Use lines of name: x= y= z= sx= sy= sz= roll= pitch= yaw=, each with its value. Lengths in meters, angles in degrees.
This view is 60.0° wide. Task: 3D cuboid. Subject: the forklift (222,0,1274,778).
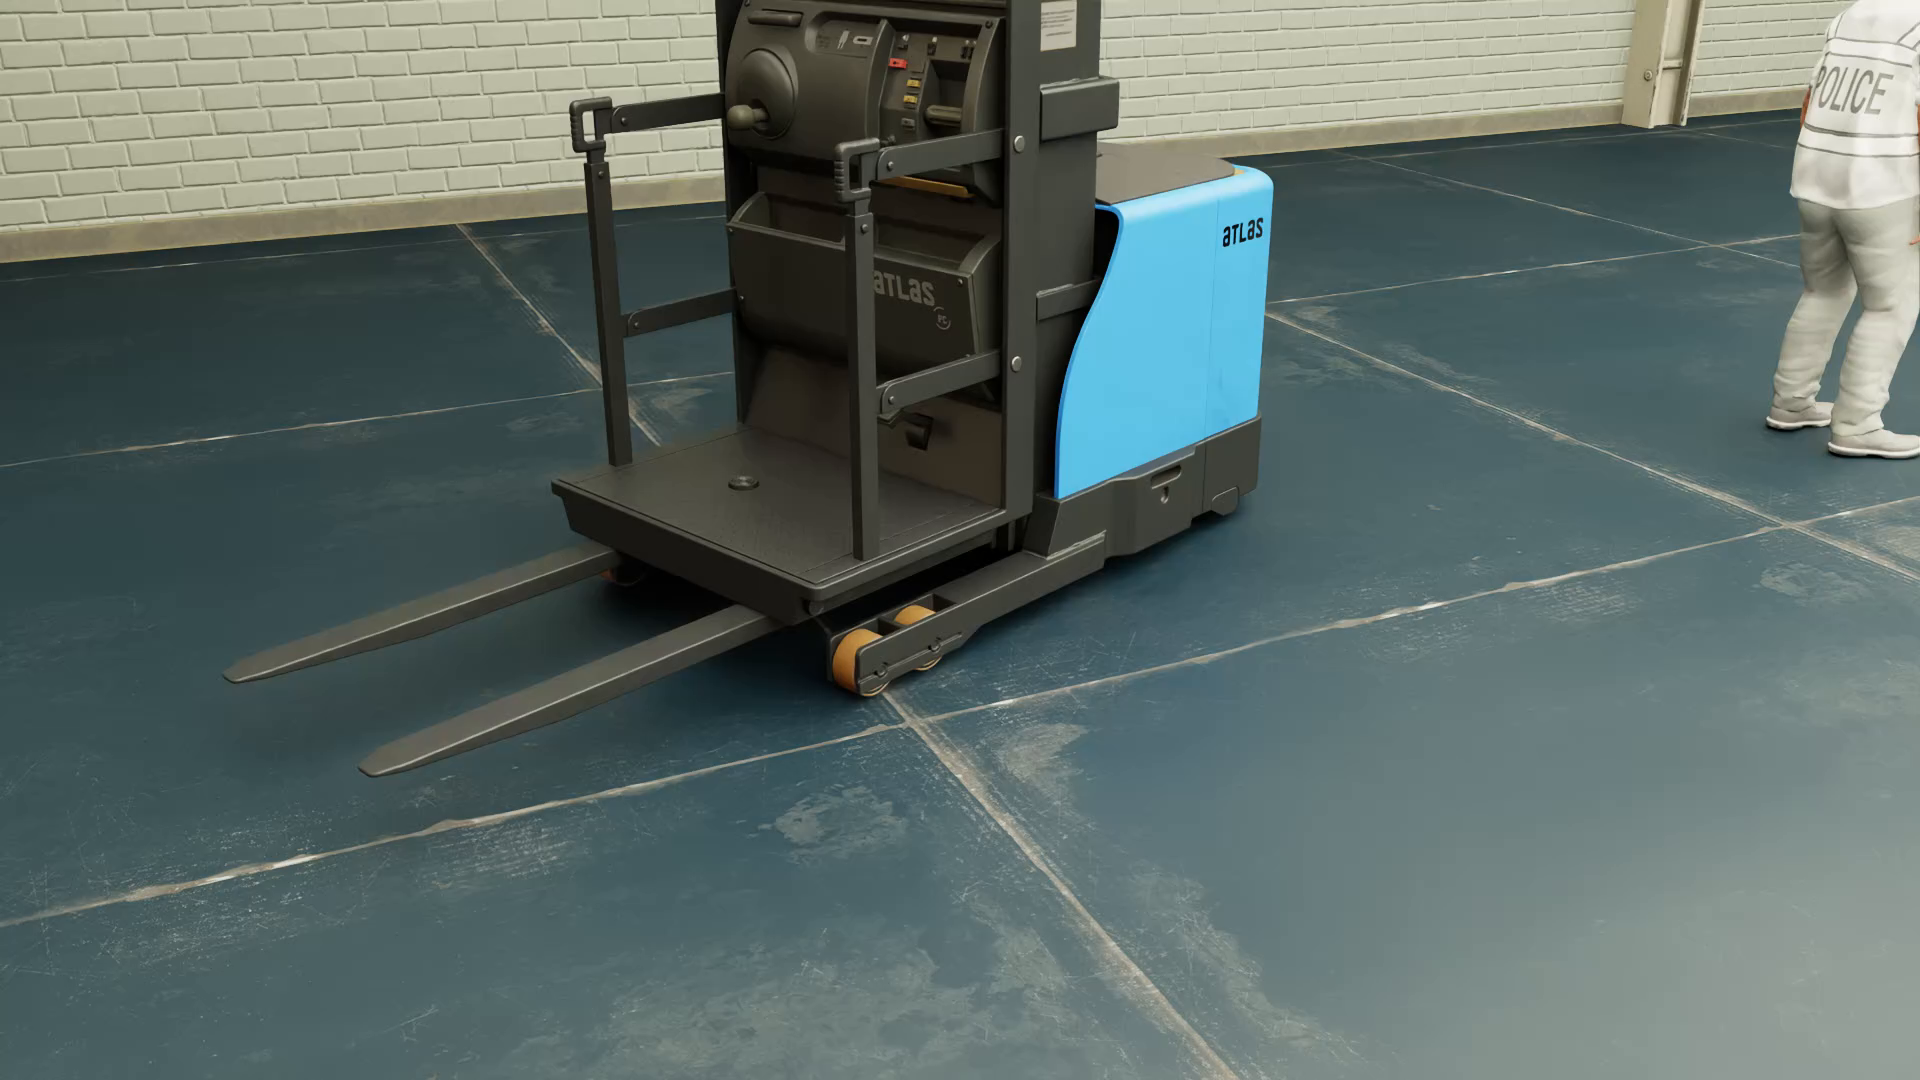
forklift: x=-0.413 y=-1.182 z=4.131 sx=1.130 sy=2.935 sz=3.031 roll=19 pitch=29 yaw=39

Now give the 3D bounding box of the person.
person: x=3.097 y=-1.182 z=5.671 sx=0.443 sy=1.747 sz=0.600 roll=-8 pitch=24 yaw=-18
